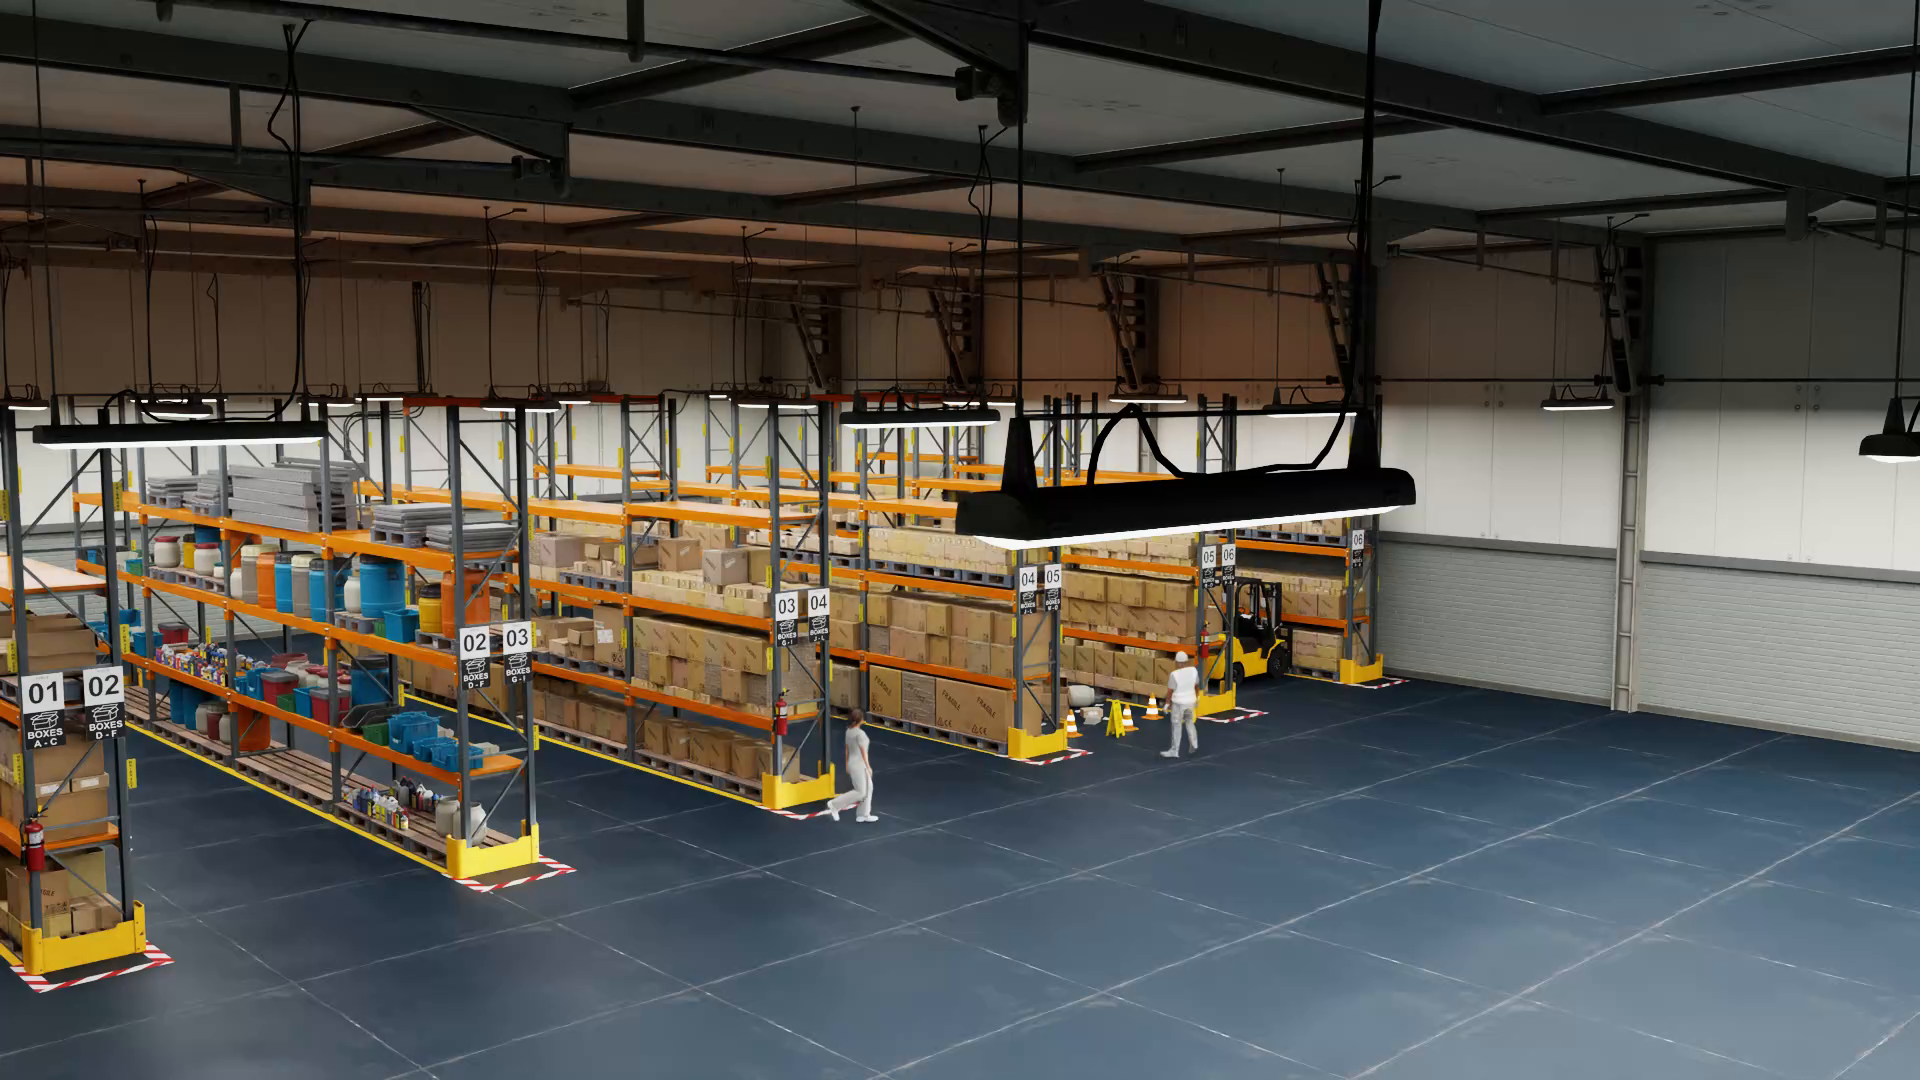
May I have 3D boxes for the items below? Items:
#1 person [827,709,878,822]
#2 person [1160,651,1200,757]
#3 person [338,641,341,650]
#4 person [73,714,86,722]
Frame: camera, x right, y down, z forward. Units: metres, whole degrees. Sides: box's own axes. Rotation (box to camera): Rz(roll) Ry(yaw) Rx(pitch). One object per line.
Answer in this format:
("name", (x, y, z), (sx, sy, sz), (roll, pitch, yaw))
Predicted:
("person", (-1.530, 3.219, 23.661), (0.712, 1.636, 0.406), (0, 6, -2))
("person", (3.753, 2.739, 27.891), (0.662, 1.781, 0.429), (-3, 6, -30))
("person", (-13.952, 1.747, 38.370), (0.996, 1.749, 0.548), (2, 6, 23))
("person", (-15.070, 2.826, 28.178), (0.549, 1.720, 0.580), (2, 6, 20))
